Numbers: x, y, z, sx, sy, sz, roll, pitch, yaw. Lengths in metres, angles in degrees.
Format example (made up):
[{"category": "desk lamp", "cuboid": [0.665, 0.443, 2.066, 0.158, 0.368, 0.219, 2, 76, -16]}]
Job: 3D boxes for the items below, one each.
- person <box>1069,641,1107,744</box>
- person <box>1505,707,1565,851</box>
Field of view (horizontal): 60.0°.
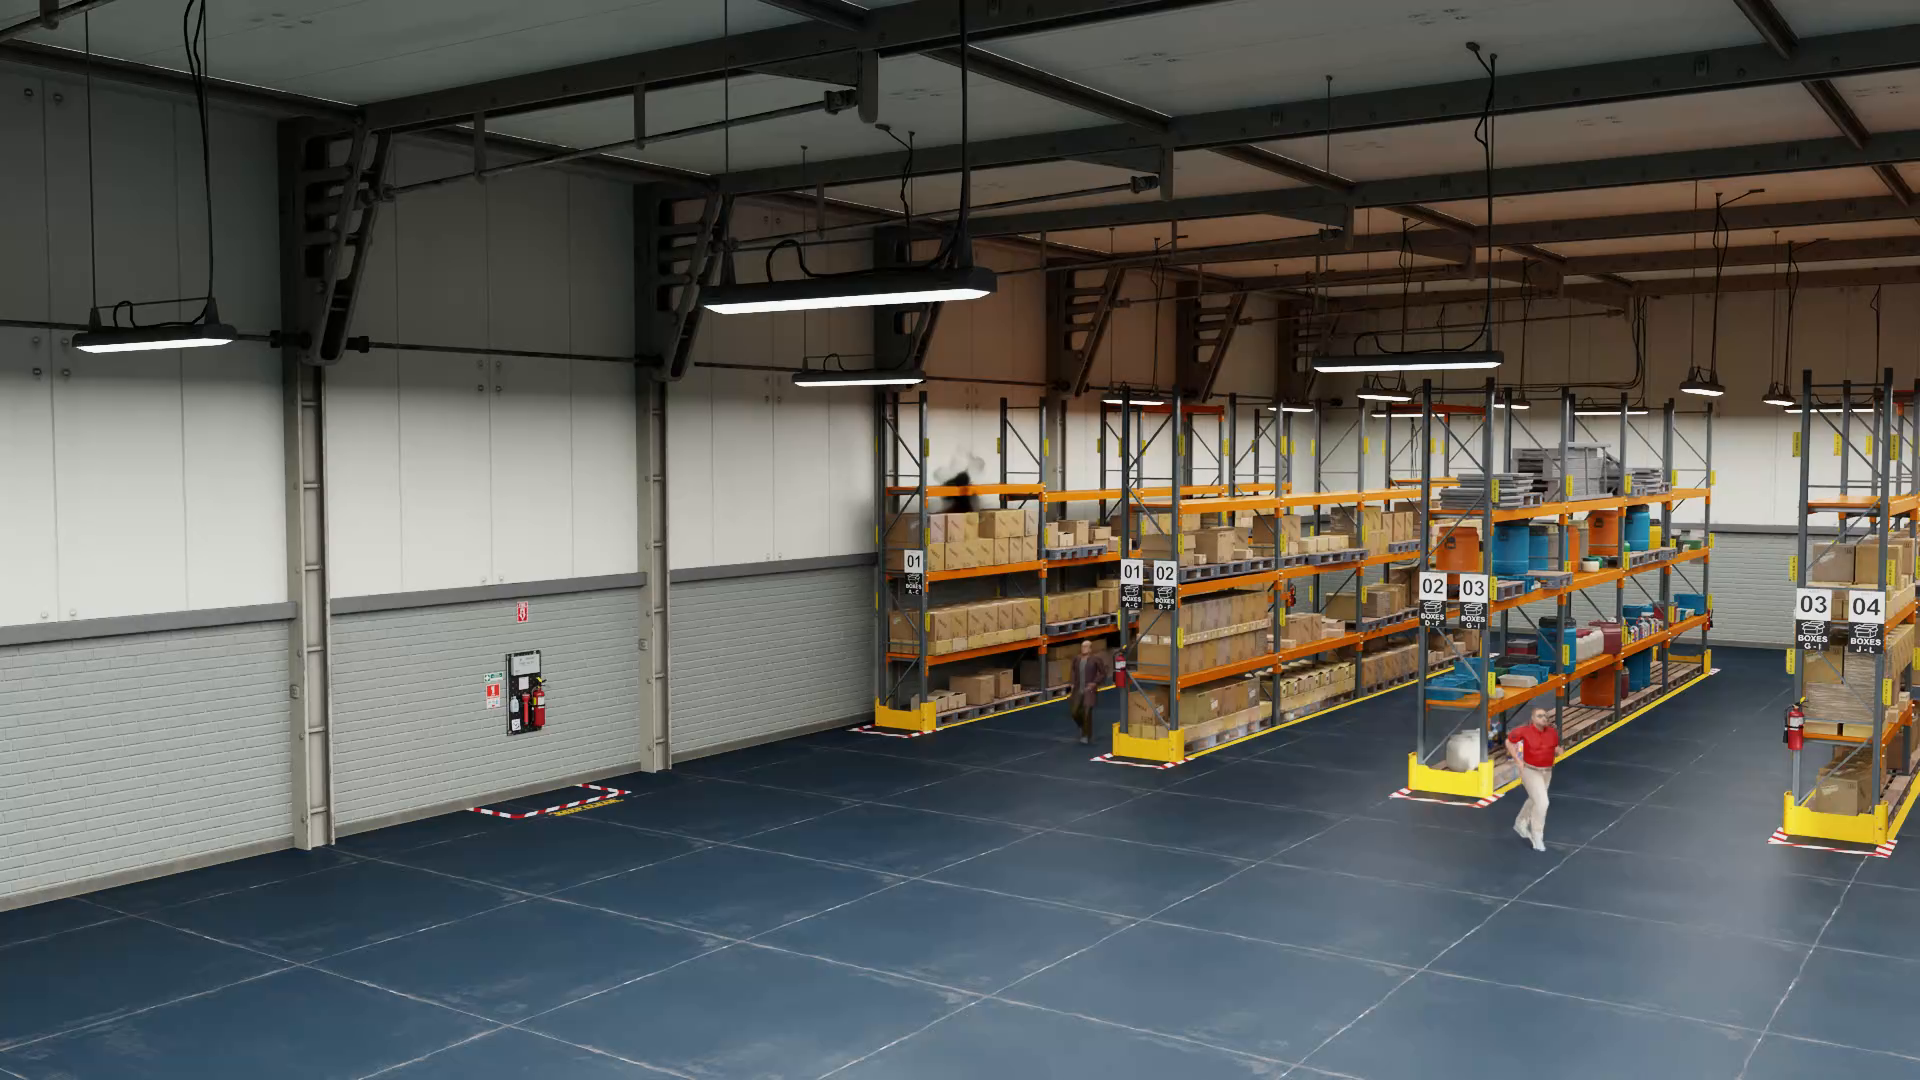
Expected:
[{"category": "person", "cuboid": [2.143, 2.571, 28.177, 0.721, 1.745, 0.621, 2, 4, 29]}, {"category": "person", "cuboid": [7.279, 3.002, 20.940, 0.625, 1.810, 0.779, -1, 3, -22]}]
